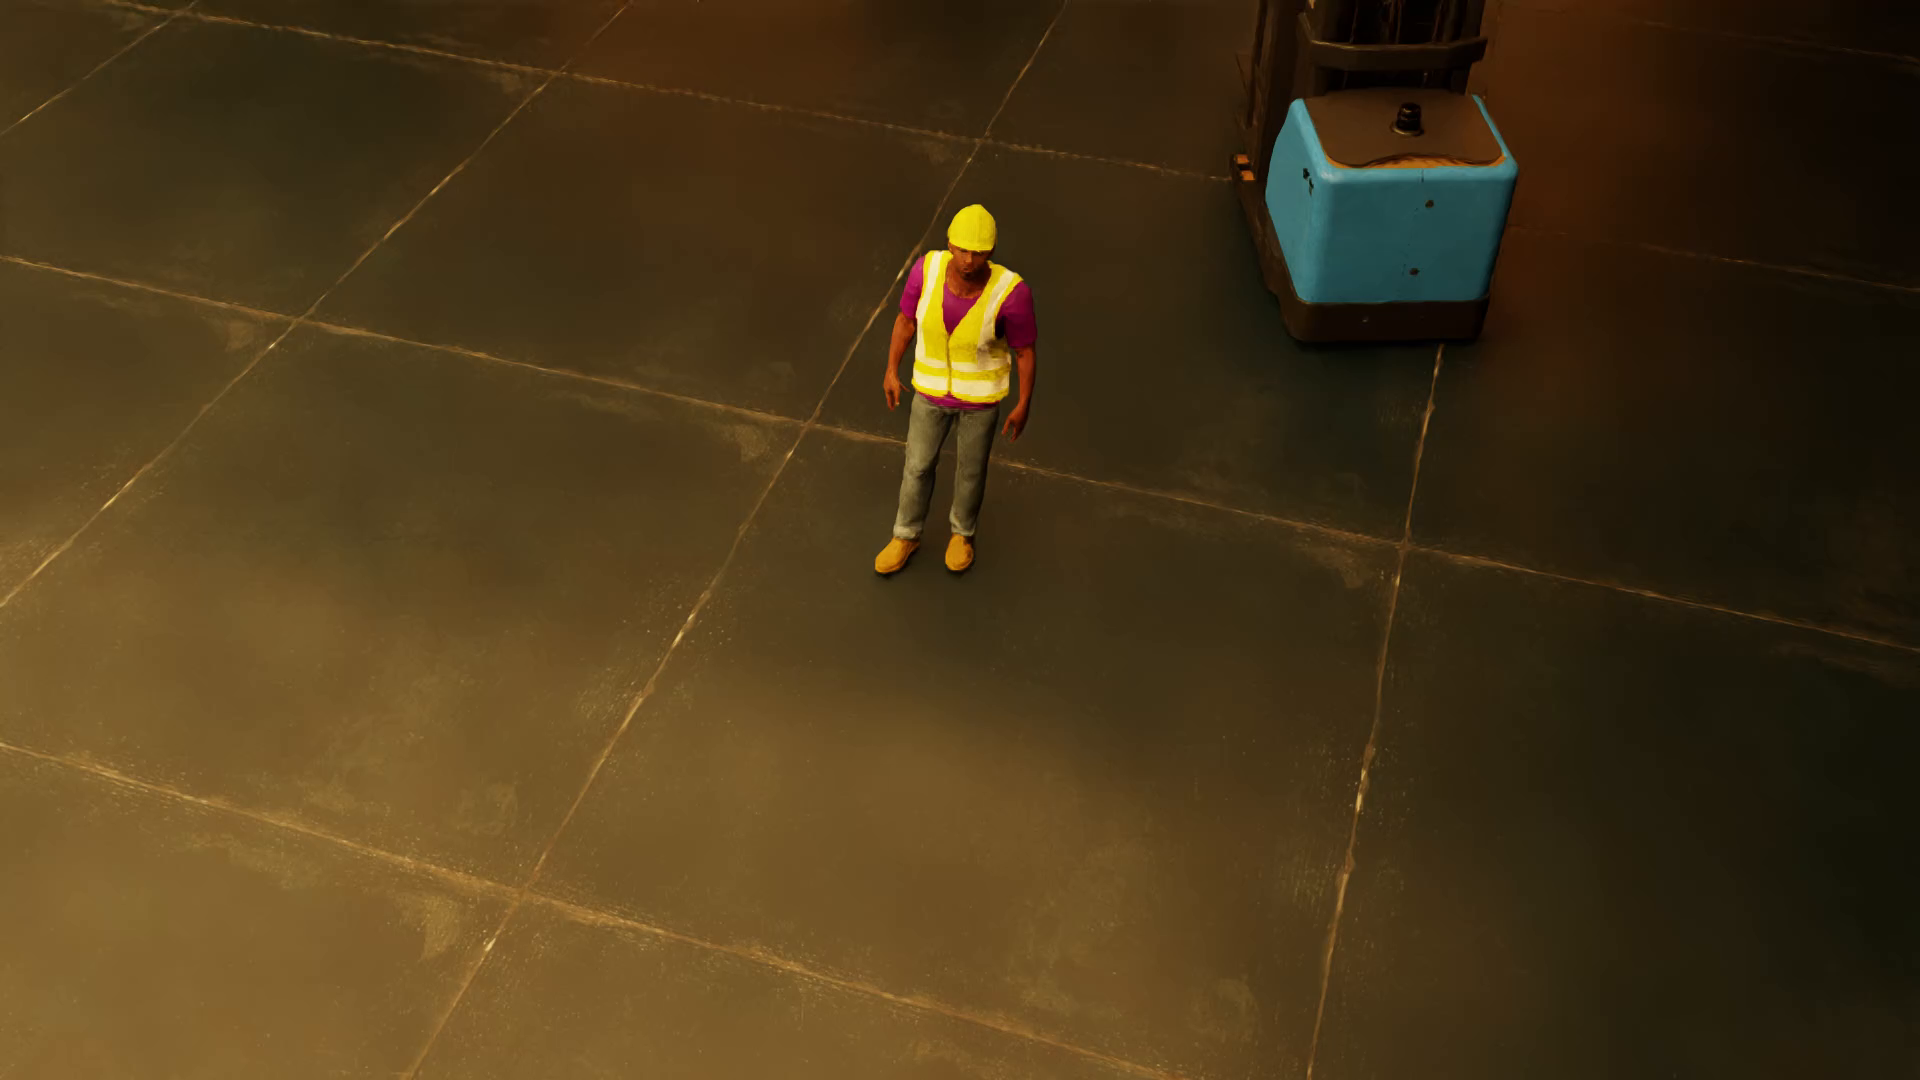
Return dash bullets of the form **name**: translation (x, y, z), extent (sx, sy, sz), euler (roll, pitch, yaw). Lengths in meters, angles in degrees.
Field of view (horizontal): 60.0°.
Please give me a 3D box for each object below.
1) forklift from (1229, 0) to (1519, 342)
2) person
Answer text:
- **forklift**: translation (2.230, -3.120, 9.042), extent (1.130, 2.935, 3.031), euler (-2, 43, -2)
- **person**: translation (-0.026, -0.608, 7.187), extent (0.665, 1.766, 0.576), euler (12, 44, 13)
